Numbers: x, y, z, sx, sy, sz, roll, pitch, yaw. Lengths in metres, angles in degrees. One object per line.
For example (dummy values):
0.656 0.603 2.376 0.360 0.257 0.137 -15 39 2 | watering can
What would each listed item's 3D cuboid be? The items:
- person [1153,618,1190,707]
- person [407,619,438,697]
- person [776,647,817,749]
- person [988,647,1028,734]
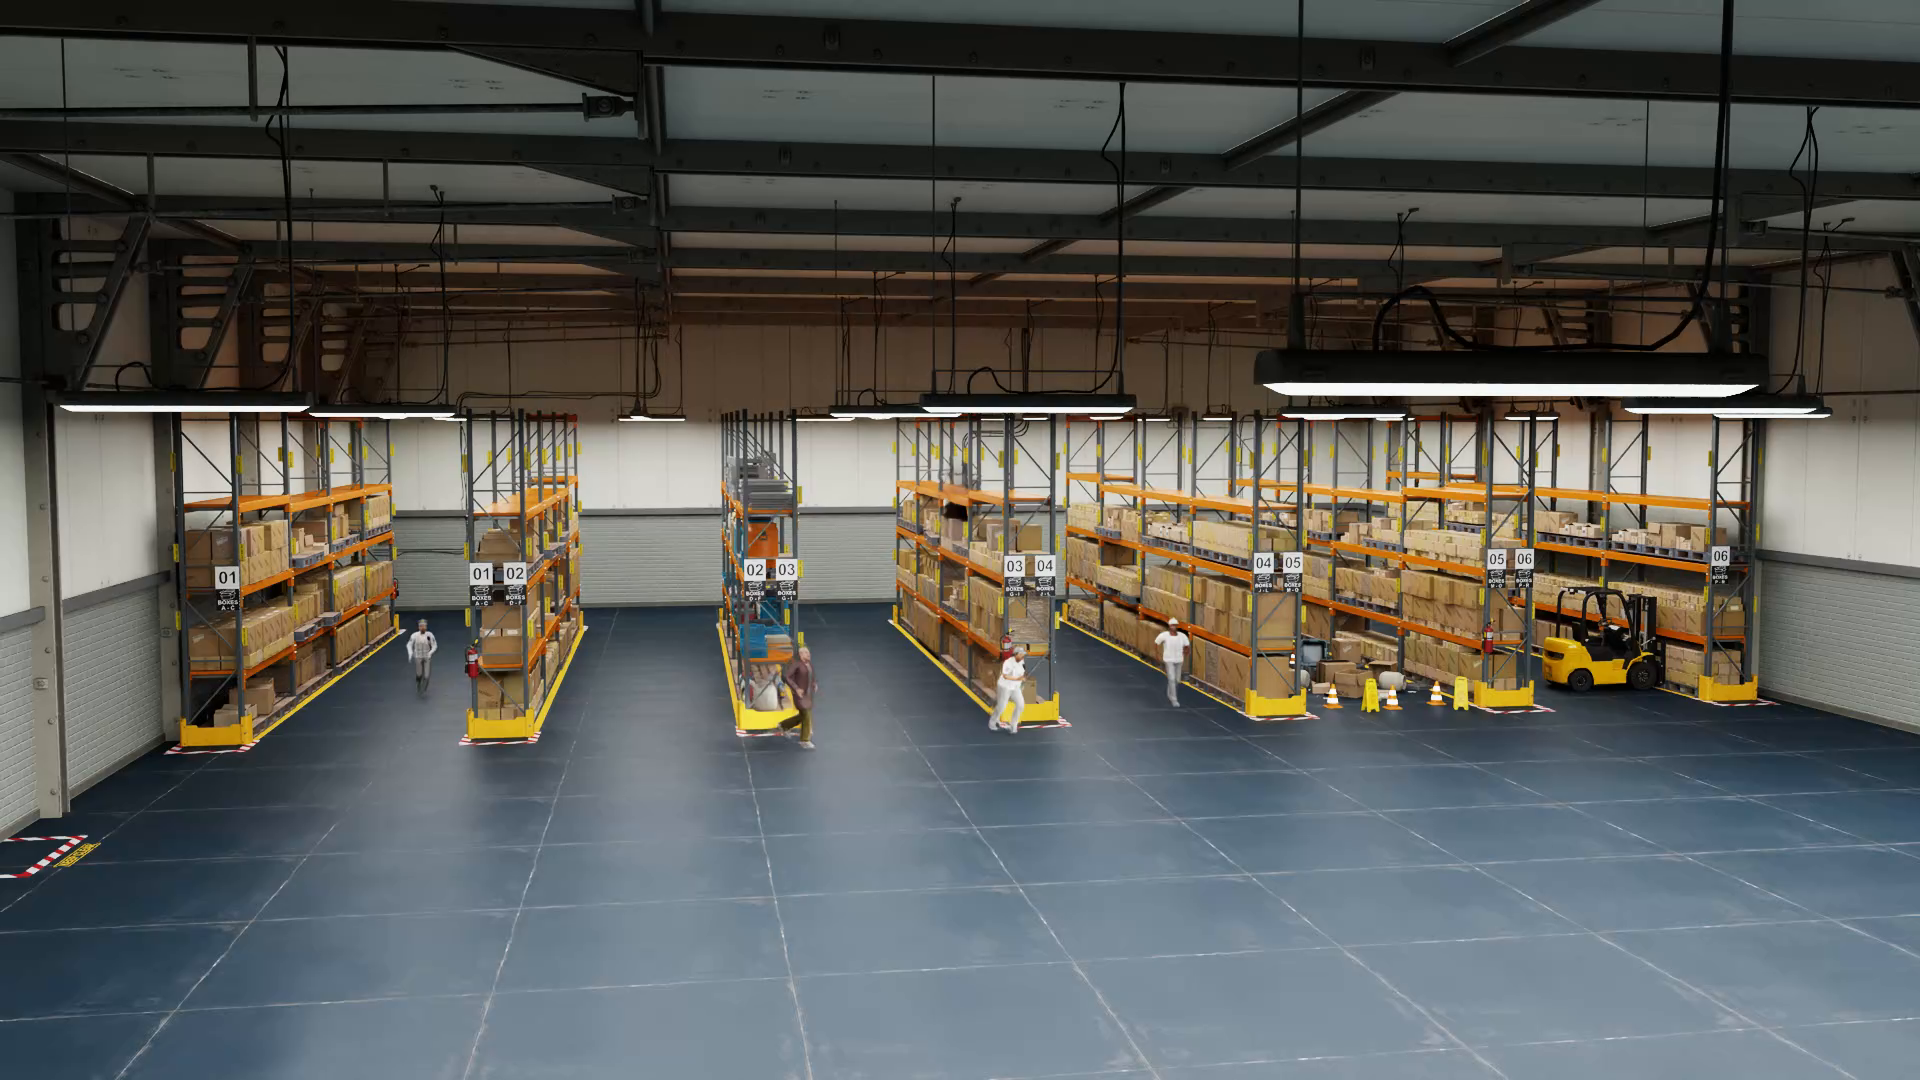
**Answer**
4.332 2.466 33.861 0.723 1.751 0.959 -1 4 -11 | person
-11.263 2.474 34.833 0.587 1.643 0.575 -1 4 -20 | person
-2.854 2.789 29.594 0.793 1.807 0.713 2 4 27 | person
0.940 2.806 30.836 0.645 1.711 0.841 -4 6 -44 | person
